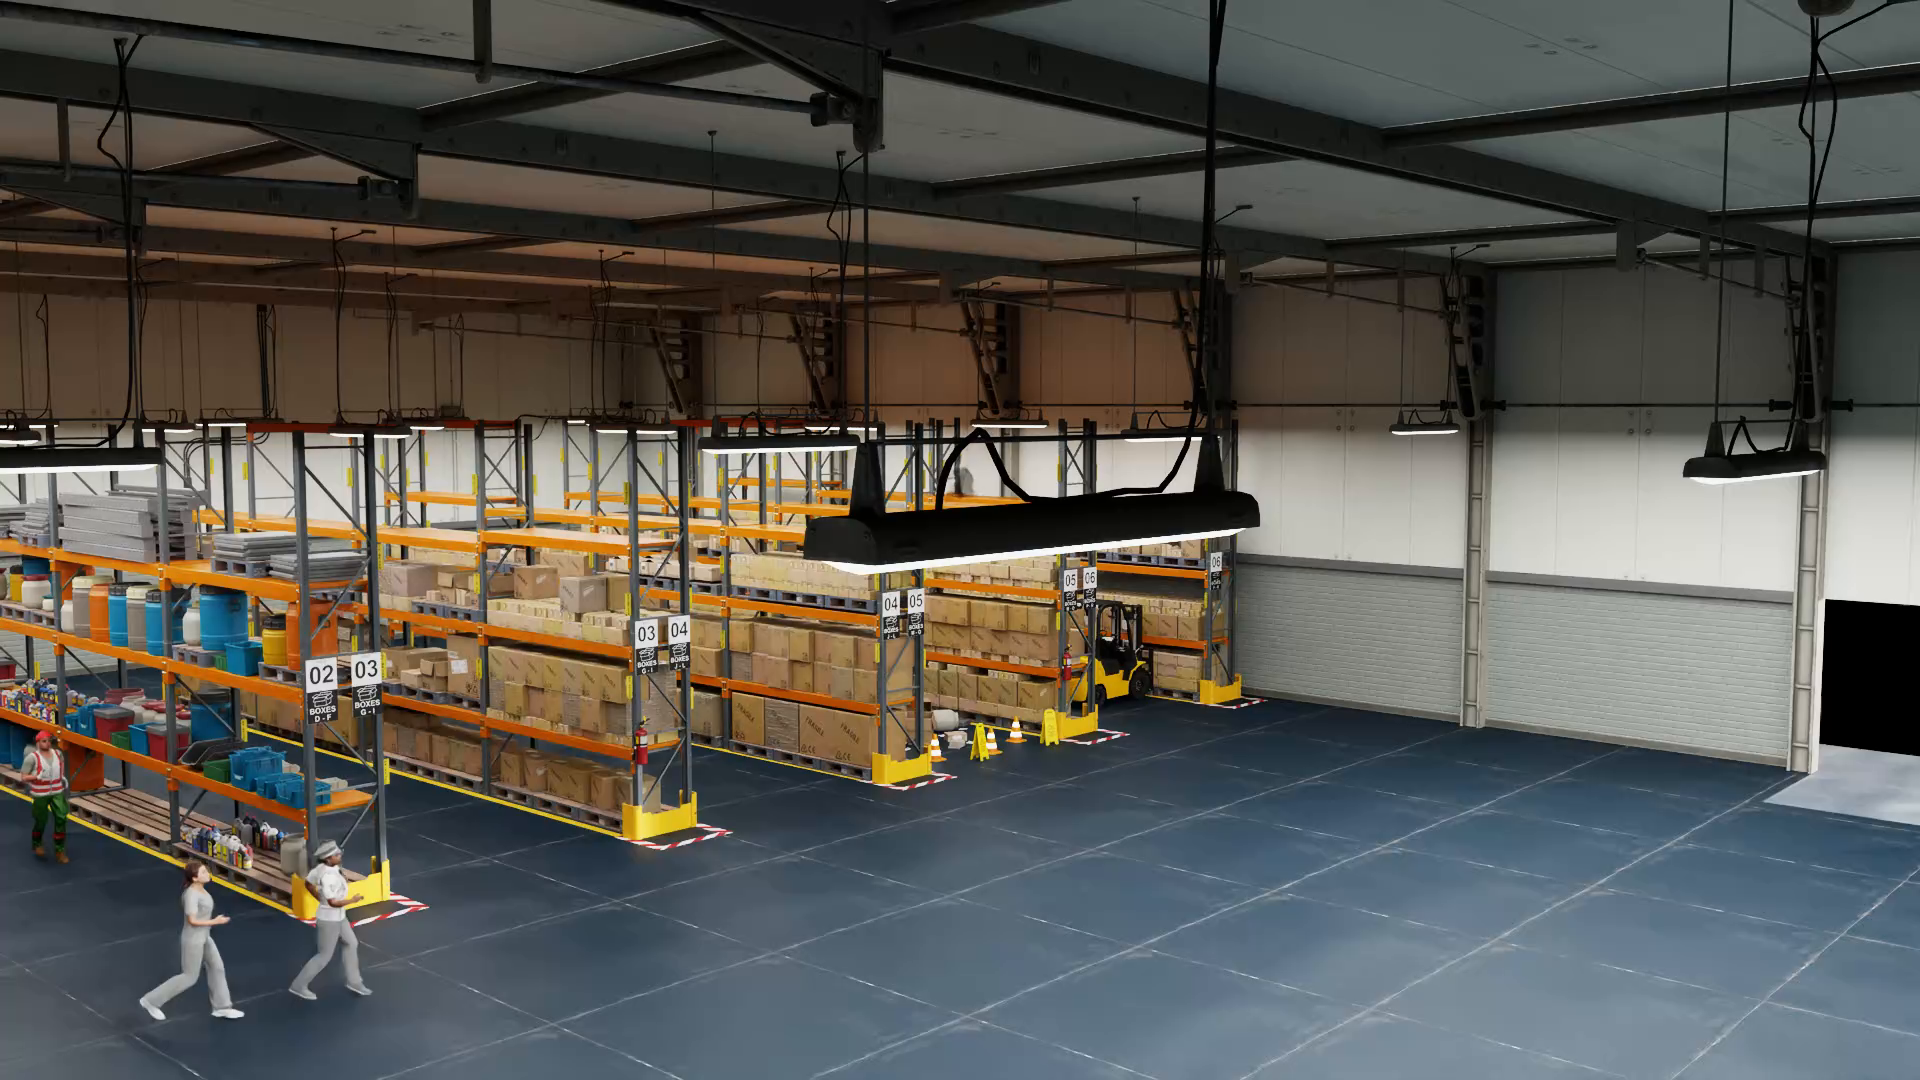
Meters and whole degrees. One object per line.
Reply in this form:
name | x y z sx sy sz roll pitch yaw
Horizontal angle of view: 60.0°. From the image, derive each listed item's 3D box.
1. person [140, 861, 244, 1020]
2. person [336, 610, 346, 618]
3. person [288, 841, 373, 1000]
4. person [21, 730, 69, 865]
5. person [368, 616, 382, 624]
person | -7.858 4.112 16.995 0.950 1.675 0.577 -1 5 -16
person | -14.580 2.348 38.378 0.834 1.691 0.911 2 5 28
person | -6.689 4.049 17.621 0.832 1.747 0.582 -2 5 -20
person | -12.618 3.543 22.987 0.770 1.833 0.639 4 6 41
person | -12.856 2.495 36.373 0.723 1.819 0.906 -3 6 -33
